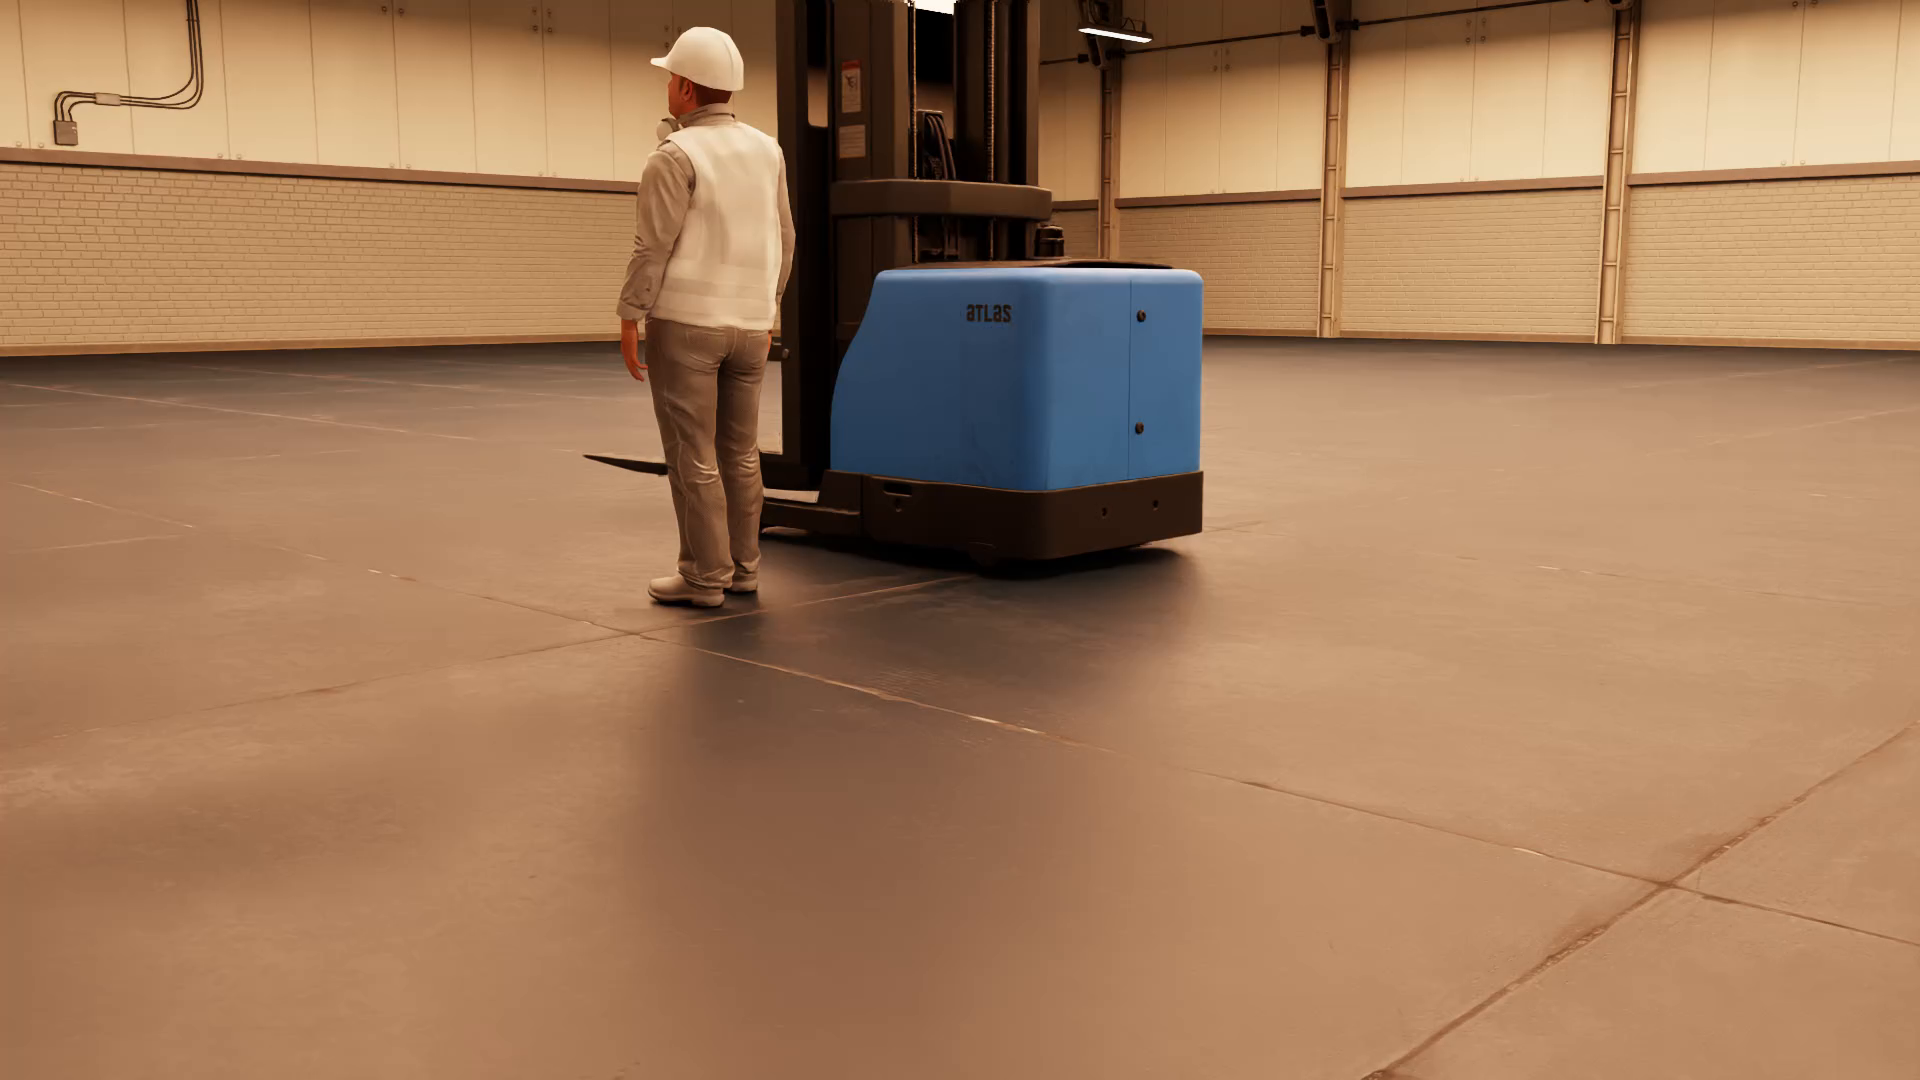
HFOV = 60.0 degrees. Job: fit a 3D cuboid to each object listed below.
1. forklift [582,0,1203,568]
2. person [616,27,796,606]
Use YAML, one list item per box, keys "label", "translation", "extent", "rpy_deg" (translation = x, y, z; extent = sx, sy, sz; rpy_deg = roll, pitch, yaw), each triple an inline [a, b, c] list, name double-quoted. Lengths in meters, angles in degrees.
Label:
- label: "forklift"
  translation: [-0.474, -1.513, 6.922]
  extent: [3.031, 2.935, 1.130]
  rpy_deg: [8, 12, 43]
- label: "person"
  translation: [-0.841, -0.683, 5.248]
  extent: [0.567, 1.773, 0.633]
  rpy_deg: [8, 11, 41]
